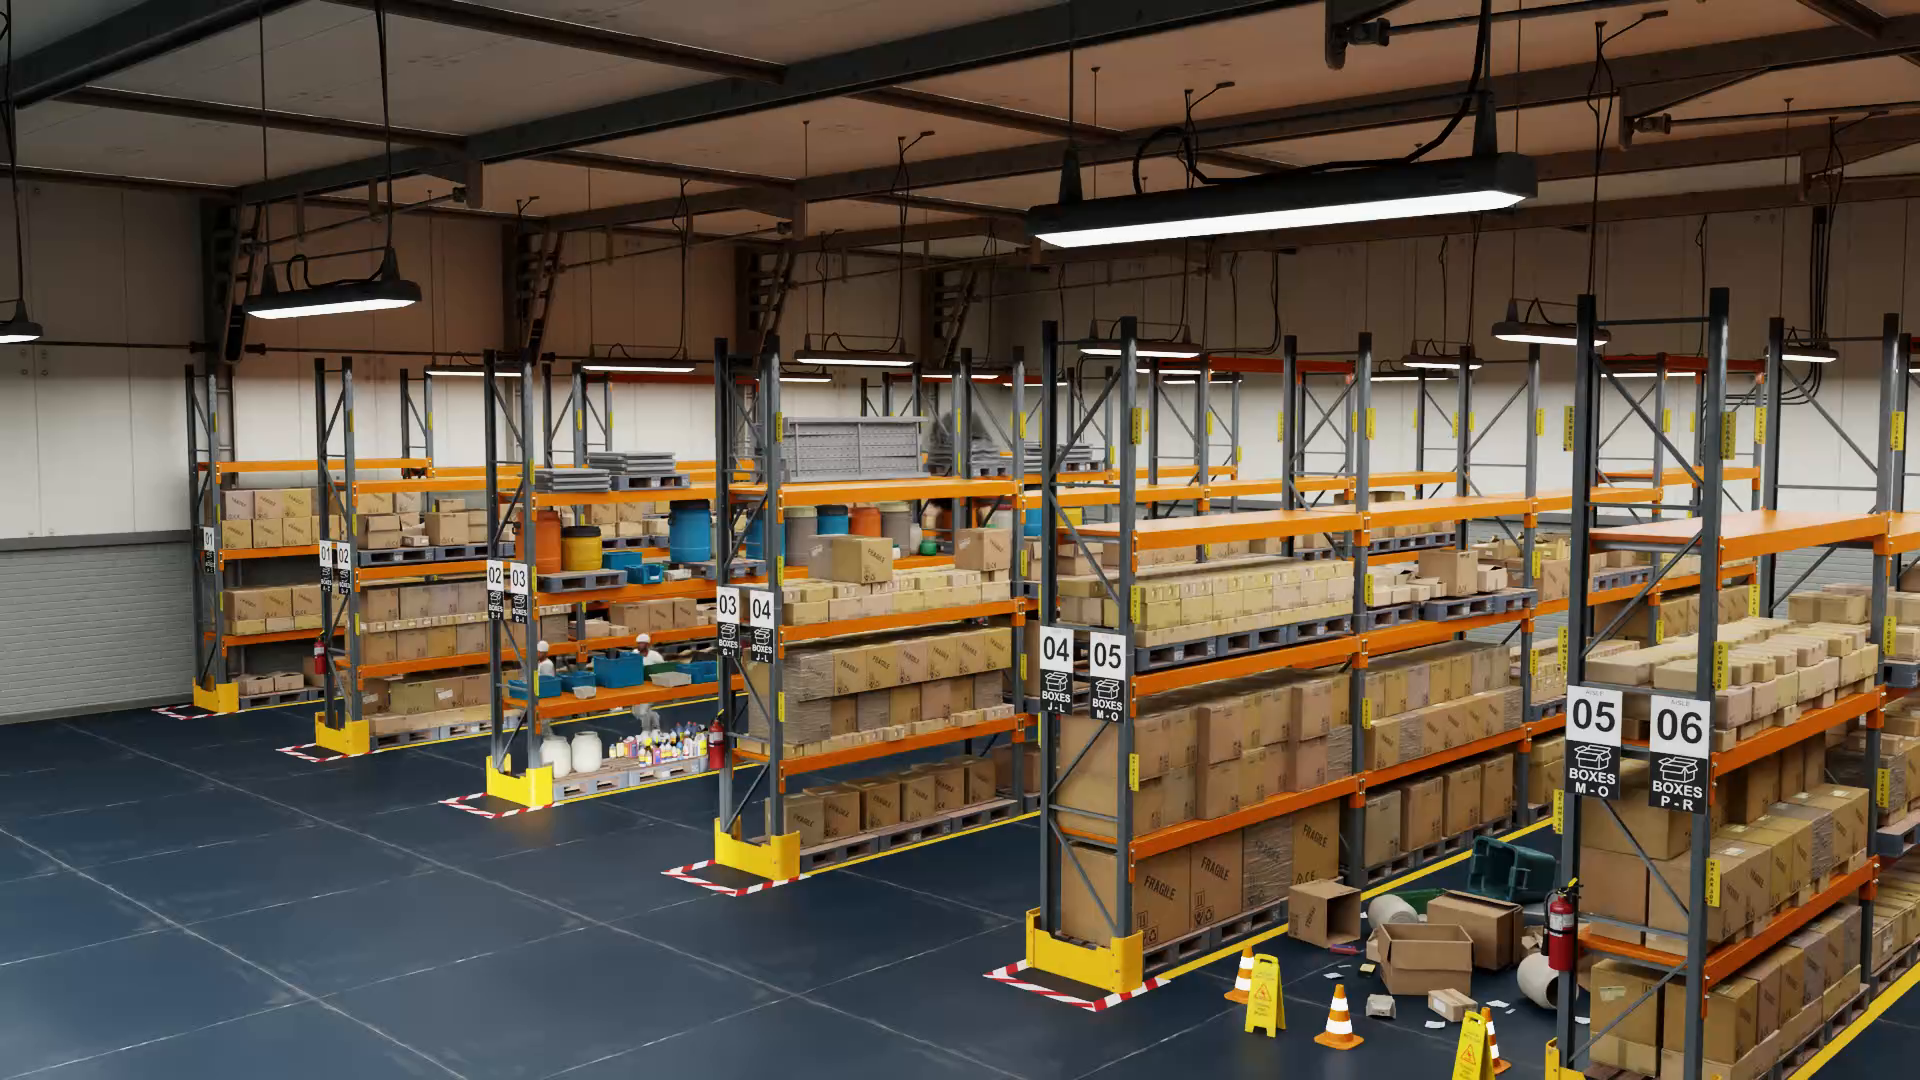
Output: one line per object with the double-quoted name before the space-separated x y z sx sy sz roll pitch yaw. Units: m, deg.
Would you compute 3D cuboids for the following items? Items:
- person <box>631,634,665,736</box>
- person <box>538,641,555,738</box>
"person" -4.938 2.311 26.241 0.700 1.702 0.590 2 5 24
"person" -6.186 2.383 24.794 0.460 1.796 0.658 -2 5 -29
